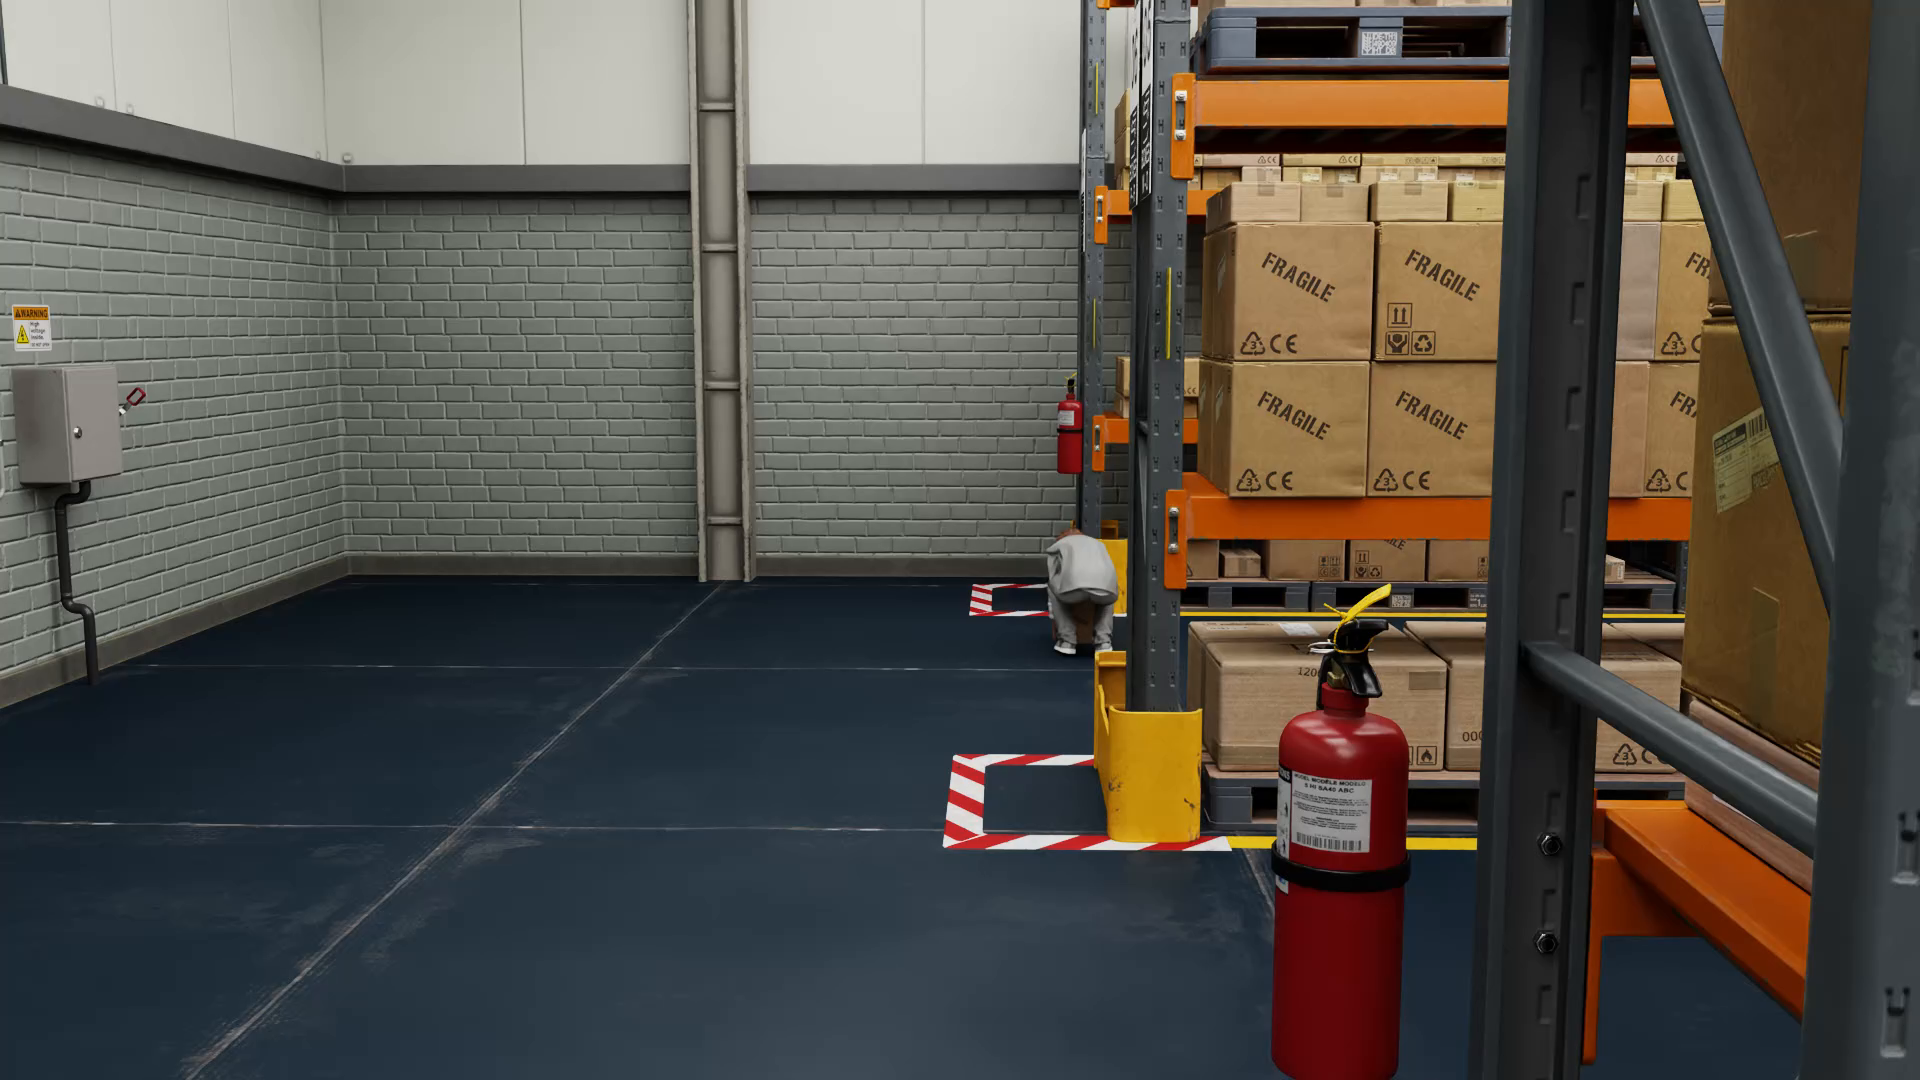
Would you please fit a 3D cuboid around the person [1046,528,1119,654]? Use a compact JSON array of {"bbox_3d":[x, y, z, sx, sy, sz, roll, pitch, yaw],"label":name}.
[{"bbox_3d":[0.728,0.328,9.918,0.423,0.718,0.852,0,7,0],"label":"person"}]
